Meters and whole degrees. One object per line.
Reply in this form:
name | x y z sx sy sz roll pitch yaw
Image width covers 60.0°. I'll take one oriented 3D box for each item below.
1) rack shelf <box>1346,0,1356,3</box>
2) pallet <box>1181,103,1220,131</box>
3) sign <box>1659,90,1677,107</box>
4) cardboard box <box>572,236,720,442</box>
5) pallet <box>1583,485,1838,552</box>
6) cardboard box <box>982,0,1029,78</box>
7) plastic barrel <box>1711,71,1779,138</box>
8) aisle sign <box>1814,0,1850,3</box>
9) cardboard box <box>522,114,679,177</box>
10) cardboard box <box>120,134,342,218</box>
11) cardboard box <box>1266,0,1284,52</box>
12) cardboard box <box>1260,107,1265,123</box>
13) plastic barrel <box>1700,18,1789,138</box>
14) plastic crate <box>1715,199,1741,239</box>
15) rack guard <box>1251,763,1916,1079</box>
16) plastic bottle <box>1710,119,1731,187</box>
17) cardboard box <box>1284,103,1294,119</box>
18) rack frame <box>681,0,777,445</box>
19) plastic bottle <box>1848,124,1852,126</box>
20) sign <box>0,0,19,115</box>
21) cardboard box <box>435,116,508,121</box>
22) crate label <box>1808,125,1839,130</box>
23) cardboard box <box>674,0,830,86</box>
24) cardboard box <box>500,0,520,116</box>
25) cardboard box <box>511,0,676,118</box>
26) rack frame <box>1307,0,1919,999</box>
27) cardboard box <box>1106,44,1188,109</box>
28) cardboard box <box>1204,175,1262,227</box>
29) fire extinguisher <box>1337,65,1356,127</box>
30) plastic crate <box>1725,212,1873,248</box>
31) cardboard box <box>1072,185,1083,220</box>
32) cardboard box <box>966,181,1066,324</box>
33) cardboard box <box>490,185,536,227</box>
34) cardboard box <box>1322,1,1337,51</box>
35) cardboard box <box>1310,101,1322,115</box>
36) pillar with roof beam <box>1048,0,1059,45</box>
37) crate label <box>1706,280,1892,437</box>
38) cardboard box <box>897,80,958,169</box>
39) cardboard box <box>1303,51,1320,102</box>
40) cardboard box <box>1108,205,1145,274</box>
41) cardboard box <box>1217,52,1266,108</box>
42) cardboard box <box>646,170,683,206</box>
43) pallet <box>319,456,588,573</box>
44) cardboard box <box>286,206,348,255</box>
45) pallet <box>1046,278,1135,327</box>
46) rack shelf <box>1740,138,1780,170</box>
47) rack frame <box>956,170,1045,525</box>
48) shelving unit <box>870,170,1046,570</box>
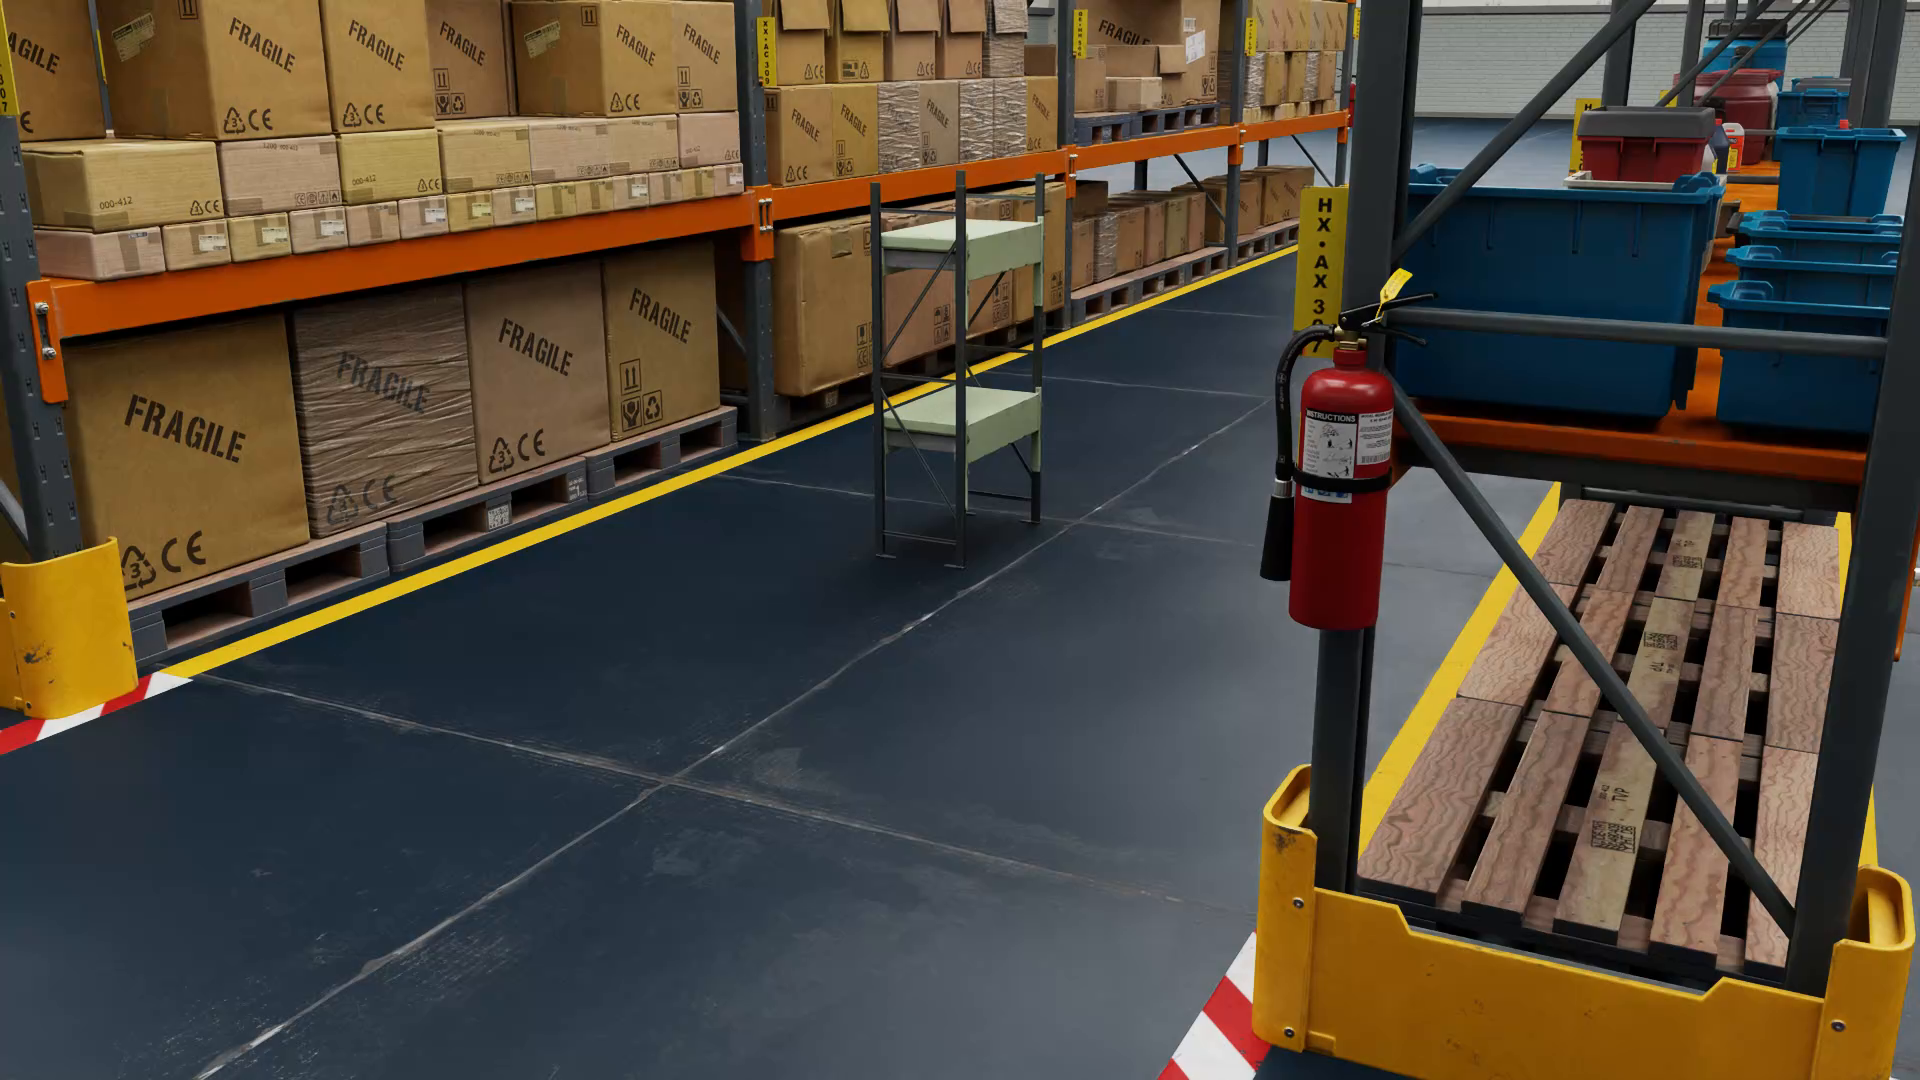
rack shelf | 3.020 -5.658 16.799 1.077 0.370 4.000 8 18 25
pallet | 1.655 -3.787 14.843 1.003 0.211 1.213 8 18 25
sign | 4.275 -2.552 10.063 0.100 0.325 0.005 8 18 25
cardboard box | -1.815 -1.042 8.259 0.875 0.875 0.875 8 18 25
pallet | 3.365 -0.242 7.467 1.003 0.211 1.213 8 18 25
cardboard box | -0.002 -3.381 11.201 0.797 0.503 0.637 9 19 27
plastic barrel | 5.413 -2.977 11.541 0.433 0.535 0.433 0 17 0
aisle sign | 8.643 -5.671 16.282 0.394 0.787 0.004 8 18 25
cardboard box | -1.640 -1.810 7.591 0.500 0.250 0.500 9 19 27
cardboard box | -2.553 -1.290 5.841 0.500 0.250 0.500 8 18 25
cardboard box | 2.777 -4.935 15.916 0.500 0.500 0.500 8 18 25
cardboard box | 2.702 -4.080 15.935 0.380 0.149 0.250 8 18 25
plastic barrel | 6.114 -3.605 13.014 0.600 0.901 0.708 8 18 25
plastic crate | 2.647 -1.189 6.118 0.396 0.136 0.243 8 18 25
rack guard | 1.196 0.838 3.326 1.175 0.500 0.348 8 18 25
plastic bottle | 3.789 -1.935 8.357 0.144 0.351 0.185 8 18 25
cardboard box | 3.150 -4.335 16.792 0.380 0.149 0.250 8 18 25
rack frame | -1.448 -2.017 8.548 1.000 3.000 0.127 8 18 25
plastic bottle | 4.971 -2.193 9.344 0.061 0.283 0.133 8 18 25
sign | -2.742 -1.379 4.740 0.100 0.325 0.005 8 18 25
cardboard box | -2.345 -1.743 7.365 0.500 0.250 0.500 9 19 27
crate label | 5.294 -2.385 10.081 0.303 0.233 0.416 8 18 25
cardboard box | -1.170 -2.710 8.942 0.797 0.503 0.637 8 18 24
cardboard box | -2.118 -2.234 7.700 0.500 0.500 0.500 8 18 25
cardboard box | -1.642 -2.169 7.484 0.500 0.500 0.500 8 18 26
rack frame | 1.196 -0.368 2.996 1.000 3.000 0.127 8 18 25
cardboard box | 1.435 -3.853 13.808 0.797 0.503 0.637 10 19 31
cardboard box | 2.797 -3.470 17.091 0.500 0.500 0.500 6 18 20
fire extinguisher | 4.377 -5.007 18.751 0.296 0.674 0.183 8 18 25
plastic crate | 2.723 -0.965 5.382 0.437 0.125 0.590 8 18 25
cardboard box | 0.612 -2.583 12.752 0.500 0.250 0.500 9 19 28
cardboard box | 0.012 -2.046 11.638 1.225 0.875 0.875 7 18 23
cardboard box | -1.980 -1.385 6.862 0.380 0.149 0.250 8 19 26
cardboard box | 3.671 -5.444 17.631 0.500 0.500 0.500 8 18 25
cardboard box | 3.668 -4.659 17.884 0.380 0.149 0.250 8 18 25
pillar with roof beam | 6.745 -16.872 48.025 9.100 9.000 0.400 8 18 25
crate label | 1.600 -0.338 3.082 0.416 0.233 0.303 8 18 25
cardboard box | -0.345 -2.538 10.127 0.500 0.500 0.500 8 19 26
cardboard box | 3.266 -4.863 17.432 0.875 0.500 0.500 8 18 25
cardboard box | 1.104 -2.510 13.825 0.700 0.500 0.500 10 19 30
cardboard box | 2.383 -4.352 15.712 0.875 0.500 0.500 8 18 25
cardboard box | -1.521 -1.647 7.741 0.380 0.149 0.250 8 18 24
pallet | -2.402 -0.185 7.276 1.003 0.211 1.213 8 18 25
cardboard box | -2.439 -1.124 5.981 0.380 0.149 0.250 8 18 25
pallet | 0.690 -1.898 13.045 1.003 0.211 1.213 8 18 25
rack shelf | 5.664 -2.571 11.674 1.077 0.370 4.000 8 18 25
rack frame | 0.167 -0.814 7.130 0.400 1.500 0.023 8 18 25
shelving unit | 0.003 -0.721 6.817 0.431 1.500 0.755 8 18 25
